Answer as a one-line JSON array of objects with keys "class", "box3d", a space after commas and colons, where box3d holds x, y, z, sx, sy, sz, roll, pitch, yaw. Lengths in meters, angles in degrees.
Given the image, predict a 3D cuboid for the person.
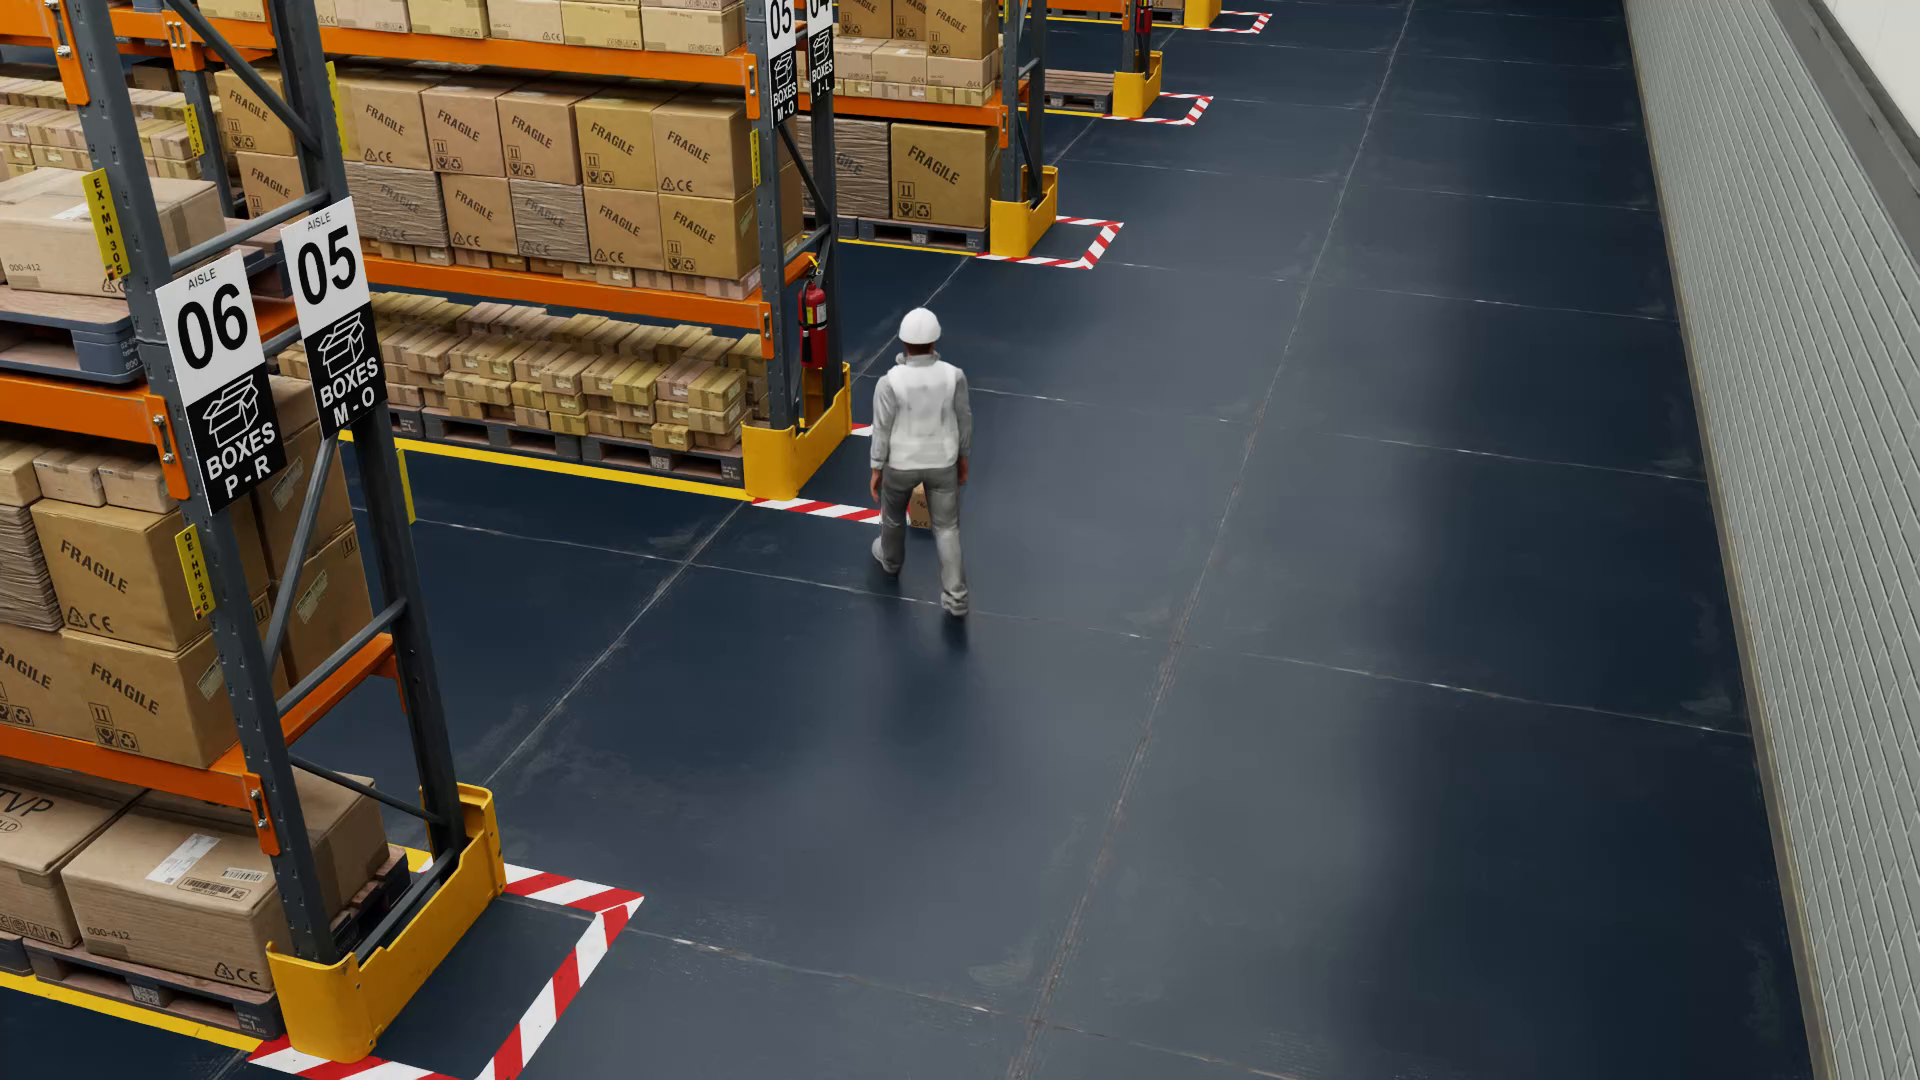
[{"class": "person", "box3d": [-0.227, -0.460, 9.338, 0.598, 1.739, 1.000, -5, 29, -10]}]
